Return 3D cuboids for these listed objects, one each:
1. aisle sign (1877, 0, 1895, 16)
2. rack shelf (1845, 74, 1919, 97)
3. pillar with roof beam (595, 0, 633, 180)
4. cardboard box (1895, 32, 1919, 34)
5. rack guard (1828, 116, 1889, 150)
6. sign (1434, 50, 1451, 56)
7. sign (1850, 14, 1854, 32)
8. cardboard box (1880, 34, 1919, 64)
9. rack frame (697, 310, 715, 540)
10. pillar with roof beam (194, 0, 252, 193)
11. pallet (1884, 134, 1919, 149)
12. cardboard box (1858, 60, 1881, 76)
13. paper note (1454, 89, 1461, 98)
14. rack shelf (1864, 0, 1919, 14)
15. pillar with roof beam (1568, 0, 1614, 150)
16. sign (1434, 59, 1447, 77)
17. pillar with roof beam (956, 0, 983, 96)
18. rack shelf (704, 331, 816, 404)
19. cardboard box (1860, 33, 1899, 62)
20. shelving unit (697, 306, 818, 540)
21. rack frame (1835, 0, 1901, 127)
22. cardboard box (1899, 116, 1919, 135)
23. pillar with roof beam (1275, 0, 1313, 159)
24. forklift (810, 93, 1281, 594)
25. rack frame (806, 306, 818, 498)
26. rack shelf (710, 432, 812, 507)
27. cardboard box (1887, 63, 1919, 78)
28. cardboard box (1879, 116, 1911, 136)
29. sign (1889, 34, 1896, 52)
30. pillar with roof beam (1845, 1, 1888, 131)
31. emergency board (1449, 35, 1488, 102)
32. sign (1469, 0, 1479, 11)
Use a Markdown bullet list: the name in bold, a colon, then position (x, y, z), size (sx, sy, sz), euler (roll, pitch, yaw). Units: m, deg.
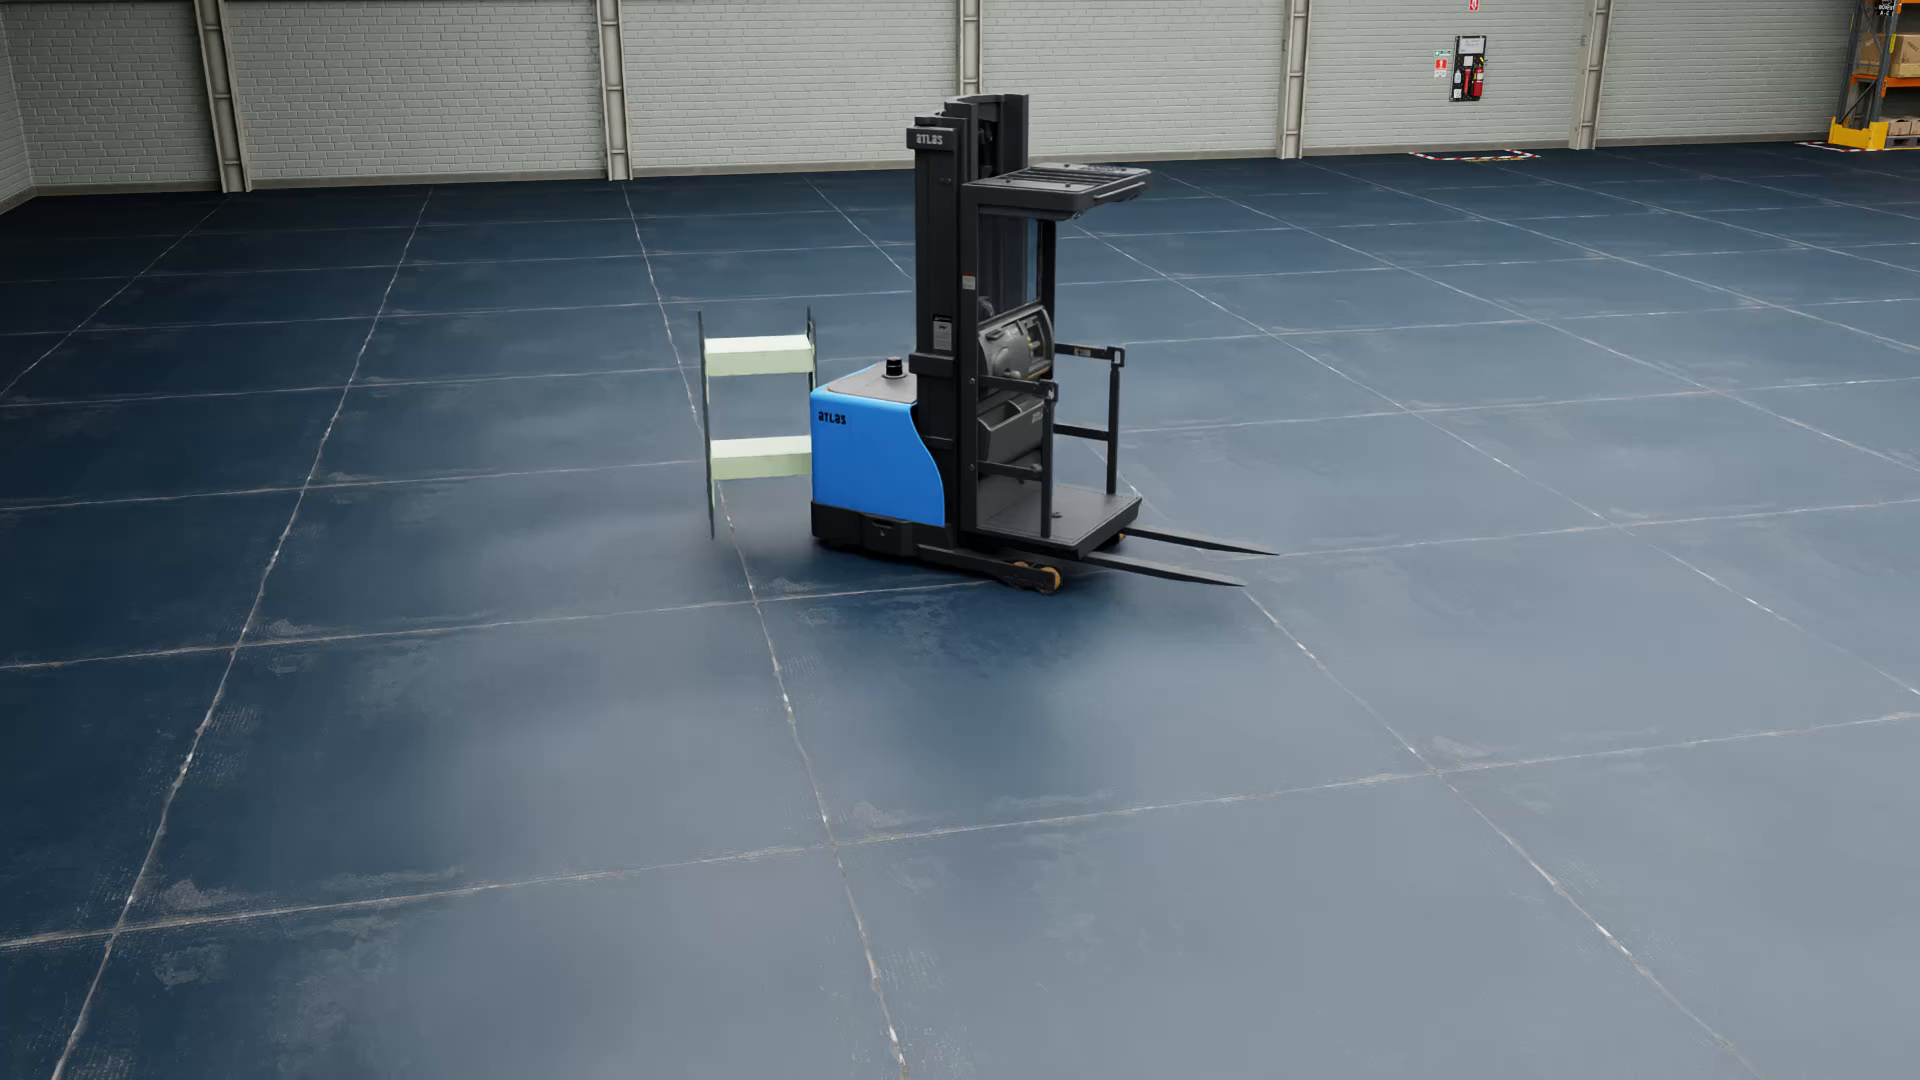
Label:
- **aisle sign**: position (17.194, -10.119, 30.798), size (0.004, 0.787, 0.394), euler (-5, 21, -12)
- **rack shelf**: position (19.142, -8.825, 32.091), size (4.000, 0.370, 1.077), euler (-5, 21, -12)
- **pillar with roof beam**: position (-4.688, -8.826, 22.325), size (0.400, 9.000, 9.100), euler (-5, 21, -12)
- **cardboard box**: position (18.097, -9.440, 31.824), size (0.500, 0.500, 0.500), euler (-4, 21, -12)
- **rack guard**: position (17.269, -7.837, 31.981), size (0.348, 0.500, 1.175), euler (-5, 21, -12)
- **sign**: position (8.869, -8.945, 30.551), size (0.331, 0.109, 0.001), euler (-5, 21, -12)
- **sign**: position (17.087, -9.884, 31.793), size (0.005, 0.325, 0.100), euler (-5, 21, -12)
- **cardboard box**: position (17.729, -9.233, 31.257), size (0.500, 0.500, 0.500), euler (-5, 21, -12)
- **rack frame**: position (-1.715, -0.773, 11.244), size (0.023, 1.500, 0.400), euler (-4, 20, -10)
- **pillar with roof beam**: position (-10.527, -8.351, 21.029), size (0.400, 9.000, 9.100), euler (-5, 21, -12)
- **pallet**: position (18.068, -7.753, 32.174), size (1.213, 0.211, 1.003), euler (-5, 21, -12)
- **cardboard box**: position (17.605, -9.045, 31.835), size (0.500, 0.250, 0.500), euler (-4, 21, -12)
- **paper note**: position (9.237, -8.287, 30.857), size (0.142, 0.148, 0.016), euler (-5, 21, -12)
- **rack shelf**: position (19.142, -10.233, 31.575), size (4.000, 0.370, 1.077), euler (-5, 21, -12)
- **pillar with roof beam**: position (12.829, -10.250, 26.214), size (0.400, 9.000, 9.100), euler (-5, 21, -12)
- **sign**: position (8.863, -8.699, 30.649), size (0.234, 0.329, 0.001), euler (-5, 21, -12)
- **pillar with roof beam**: position (1.151, -9.301, 23.621), size (0.400, 9.000, 9.100), euler (-5, 21, -12)
- **rack shelf**: position (-1.356, -1.163, 11.175), size (0.720, 0.370, 0.431), euler (-4, 20, -10)
- **cardboard box**: position (17.605, -9.404, 31.724), size (0.500, 0.500, 0.500), euler (-5, 21, -13)
- **shelving unit**: position (-1.356, -0.797, 11.309), size (0.755, 1.500, 0.431), euler (-4, 20, -10)
- **rack frame**: position (17.195, -9.004, 31.535), size (0.127, 3.000, 1.000), euler (-5, 21, -12)
- **cardboard box**: position (18.444, -8.018, 32.112), size (0.500, 0.311, 0.500), euler (-3, 20, -8)
- **pillar with roof beam**: position (6.990, -9.775, 24.918), size (0.400, 9.000, 9.100), euler (-5, 21, -12)
- **forklift**: position (0.540, -1.247, 10.457), size (3.031, 2.935, 1.130), euler (11, 23, 27)
- **rack frame**: position (-0.996, -0.820, 11.374), size (0.023, 1.500, 0.400), euler (-4, 20, -10)
- **rack shelf**: position (-1.356, -0.491, 11.421), size (0.720, 0.370, 0.431), euler (-4, 20, -10)
- **cardboard box**: position (17.743, -8.876, 31.372), size (0.500, 0.250, 0.500), euler (-5, 21, -14)
- **cardboard box**: position (17.889, -7.973, 31.989), size (0.500, 0.311, 0.500), euler (-7, 21, -19)
- **sign**: position (17.320, -9.229, 30.890), size (0.005, 0.325, 0.100), euler (-5, 21, -12)
- **pillar with roof beam**: position (18.668, -10.725, 27.511), size (0.400, 9.000, 9.100), euler (-5, 21, -12)
- **emergency board**: position (9.425, -8.692, 30.681), size (0.643, 1.169, 0.194), euler (-5, 21, -12)
- **sign**: position (9.394, -9.813, 30.371), size (0.199, 0.298, 0.001), euler (-5, 21, -12)
